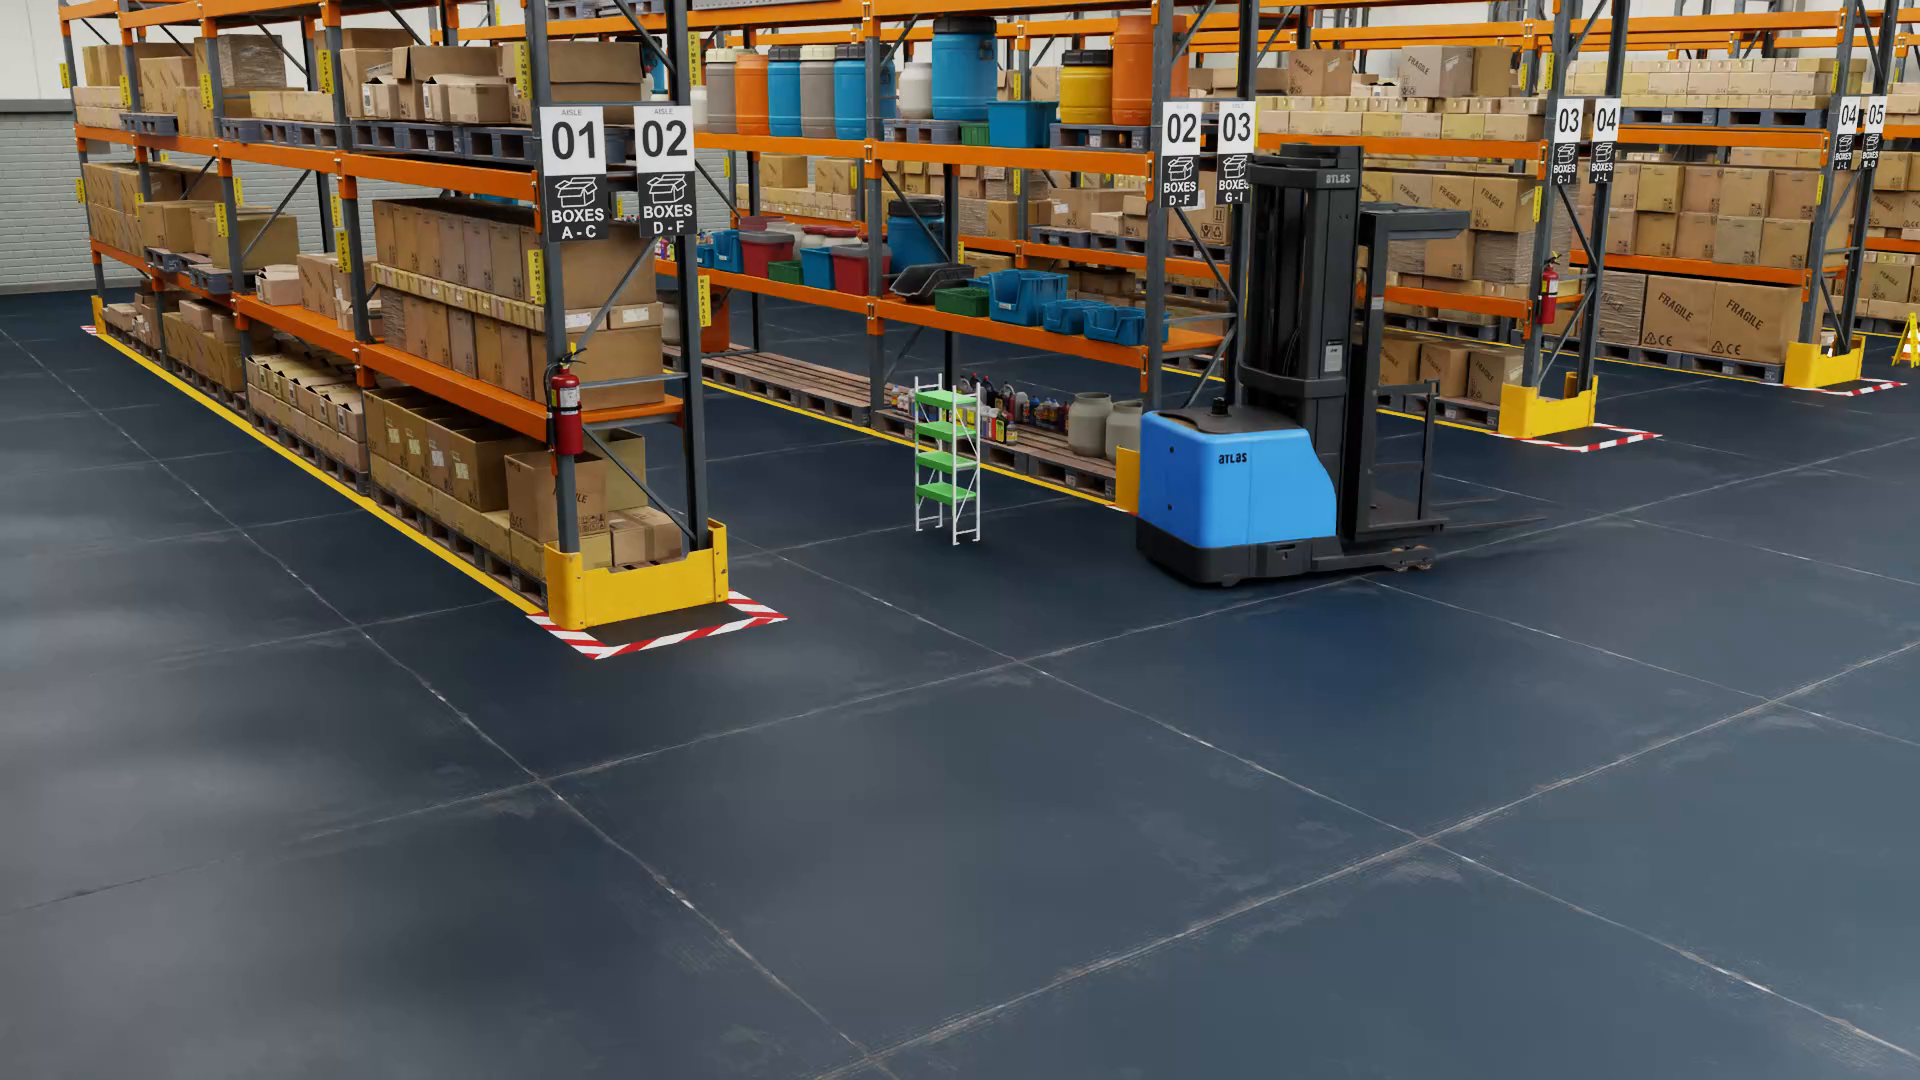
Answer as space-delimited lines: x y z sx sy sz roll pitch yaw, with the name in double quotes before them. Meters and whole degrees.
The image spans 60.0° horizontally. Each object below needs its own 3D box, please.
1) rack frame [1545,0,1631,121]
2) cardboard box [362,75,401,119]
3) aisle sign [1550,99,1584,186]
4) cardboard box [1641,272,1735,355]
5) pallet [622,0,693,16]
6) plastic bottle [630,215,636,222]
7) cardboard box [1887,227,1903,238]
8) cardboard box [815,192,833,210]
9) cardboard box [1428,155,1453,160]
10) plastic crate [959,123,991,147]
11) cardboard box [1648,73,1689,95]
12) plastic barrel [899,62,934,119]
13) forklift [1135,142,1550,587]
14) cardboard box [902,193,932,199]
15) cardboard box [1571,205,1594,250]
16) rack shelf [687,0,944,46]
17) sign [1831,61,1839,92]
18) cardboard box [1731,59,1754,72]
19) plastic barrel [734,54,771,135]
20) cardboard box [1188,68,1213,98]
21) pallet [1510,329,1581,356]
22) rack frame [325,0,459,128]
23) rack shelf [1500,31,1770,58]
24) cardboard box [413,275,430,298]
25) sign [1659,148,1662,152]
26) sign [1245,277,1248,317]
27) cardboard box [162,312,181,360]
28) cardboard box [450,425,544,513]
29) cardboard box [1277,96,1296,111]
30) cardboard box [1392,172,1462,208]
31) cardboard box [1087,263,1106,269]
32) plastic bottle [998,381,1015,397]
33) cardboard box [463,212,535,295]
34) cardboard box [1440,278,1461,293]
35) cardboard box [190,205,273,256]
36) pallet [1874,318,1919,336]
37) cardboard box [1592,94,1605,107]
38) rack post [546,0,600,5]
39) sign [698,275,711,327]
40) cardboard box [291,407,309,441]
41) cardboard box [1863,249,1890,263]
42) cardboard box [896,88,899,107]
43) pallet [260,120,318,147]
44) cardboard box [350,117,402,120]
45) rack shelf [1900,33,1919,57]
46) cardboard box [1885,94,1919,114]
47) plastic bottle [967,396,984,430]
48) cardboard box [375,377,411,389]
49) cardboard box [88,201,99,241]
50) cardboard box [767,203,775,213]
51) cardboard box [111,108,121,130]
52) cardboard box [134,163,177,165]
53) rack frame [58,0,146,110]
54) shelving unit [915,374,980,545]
"rack frame" 5.903 -5.432 15.377 1.000 3.000 0.127 -11 19 -35
"cardboard box" -4.064 -3.266 12.252 0.500 0.311 0.500 -12 19 -38
"aisle sign" 5.697 -3.732 15.607 0.394 0.787 0.004 -11 19 -35
"cardboard box" 9.003 -2.787 20.304 0.875 0.875 0.875 -11 19 -35
"pallet" -3.206 -6.246 19.467 1.213 0.211 1.003 -11 19 -35
"plastic bottle" -4.354 -4.163 22.197 0.144 0.351 0.185 -11 19 -35
"cardboard box" 12.941 -4.224 22.802 0.380 0.149 0.250 -11 19 -34
"cardboard box" -1.931 -5.336 26.109 0.500 0.250 0.500 -10 18 -33
"cardboard box" 8.392 -6.493 28.536 0.500 0.500 0.500 -10 18 -34
"plastic crate" 0.252 -3.589 14.727 0.336 0.188 0.450 -11 19 -35
"cardboard box" 8.577 -5.439 19.818 0.500 0.250 0.500 -11 19 -34
"plastic barrel" -0.361 -4.205 15.567 0.421 0.512 0.421 0 15 0
"forklift" 2.849 -1.313 11.821 3.031 2.935 1.130 -5 16 -19
"cardboard box" -0.494 -4.798 24.234 0.500 0.500 0.500 -11 19 -36
"cardboard box" 8.191 -4.022 21.306 0.875 0.550 0.550 -11 19 -35
"rack shelf" -1.631 -5.405 17.397 1.077 0.370 4.000 -11 19 -35
"sign" 9.528 -5.041 18.103 0.100 0.325 0.005 -11 19 -35
"cardboard box" 9.052 -5.430 19.033 0.380 0.149 0.250 -10 18 -34
"plastic barrel" -2.115 -4.783 17.874 0.600 0.830 0.708 -11 19 -35
"cardboard box" 2.800 -5.408 19.982 0.797 0.503 0.637 -10 18 -32
"pallet" 8.007 -2.621 21.754 1.003 0.211 1.213 -11 19 -35
"rack frame" -4.464 -4.749 12.882 1.000 3.000 0.127 -11 19 -35
"rack shelf" 10.391 -7.712 25.826 1.077 0.370 4.000 -11 19 -35
"cardboard box" -3.861 -1.911 12.459 0.380 0.149 0.250 -12 19 -36
"sign" 12.795 -6.990 30.390 0.100 0.325 0.005 -11 19 -35
"sign" 2.344 -1.988 13.632 0.100 0.325 0.005 -11 19 -35
"cardboard box" -9.080 -2.429 19.672 0.500 0.500 0.500 -12 19 -37
"cardboard box" -3.268 -0.519 11.783 0.500 0.500 0.500 -11 19 -35
"cardboard box" 3.705 -4.796 18.263 0.380 0.149 0.250 -12 19 -37
"cardboard box" 4.789 -3.504 17.051 0.500 0.500 0.500 -11 19 -35
"cardboard box" 2.413 -4.707 28.698 0.380 0.149 0.250 -11 19 -34
"plastic bottle" 0.460 -1.356 16.031 0.144 0.351 0.185 -11 19 -35
"cardboard box" -3.018 -2.007 11.582 0.700 0.500 0.500 -11 19 -34
"cardboard box" 5.099 -2.601 16.872 0.380 0.149 0.250 -11 19 -35
"cardboard box" -8.079 -3.447 18.504 0.500 0.500 0.700 12 19 38
"pallet" 13.426 -2.927 22.870 1.003 0.211 1.213 -11 19 -35
"cardboard box" 8.008 -5.425 20.523 0.380 0.149 0.250 -11 19 -35
"rack post" -4.689 -7.004 21.265 0.937 0.300 0.954 -11 19 -36
"sign" -1.660 -1.542 10.739 0.100 0.325 0.005 -11 19 -35
"cardboard box" -5.837 -1.102 15.333 0.500 0.250 0.500 -10 18 -33
"cardboard box" 12.668 -3.937 23.041 0.380 0.149 0.250 -10 18 -32
"cardboard box" -0.580 -6.459 24.184 0.500 0.311 0.500 -12 19 -36
"pallet" -5.684 -3.696 15.074 1.003 0.211 1.213 -10 18 -32
"cardboard box" -4.818 -3.566 13.729 0.500 0.250 0.500 -9 18 -29
"rack shelf" 16.756 -7.629 25.523 1.077 0.370 4.000 -11 19 -35
"cardboard box" 12.797 -5.880 22.415 0.500 0.250 0.500 -10 18 -33
"plastic bottle" 0.154 -1.151 15.283 0.144 0.351 0.185 -10 18 -32
"cardboard box" -5.101 -1.347 15.168 0.500 0.311 0.500 -12 19 -36
"cardboard box" -11.472 -4.331 22.527 0.500 0.500 0.500 -10 18 -33
"cardboard box" -2.957 -5.488 27.420 0.380 0.149 0.250 -11 19 -36
"cardboard box" -9.954 -5.109 20.164 0.500 0.250 0.500 -11 19 -35
"cardboard box" -10.738 -4.789 22.306 0.500 0.500 0.500 -10 18 -33
"rack frame" -11.520 -7.312 22.244 1.000 3.000 0.127 -11 19 -35
"shelving unit" -0.097 -0.614 12.547 0.258 1.200 0.503 -11 19 -35
